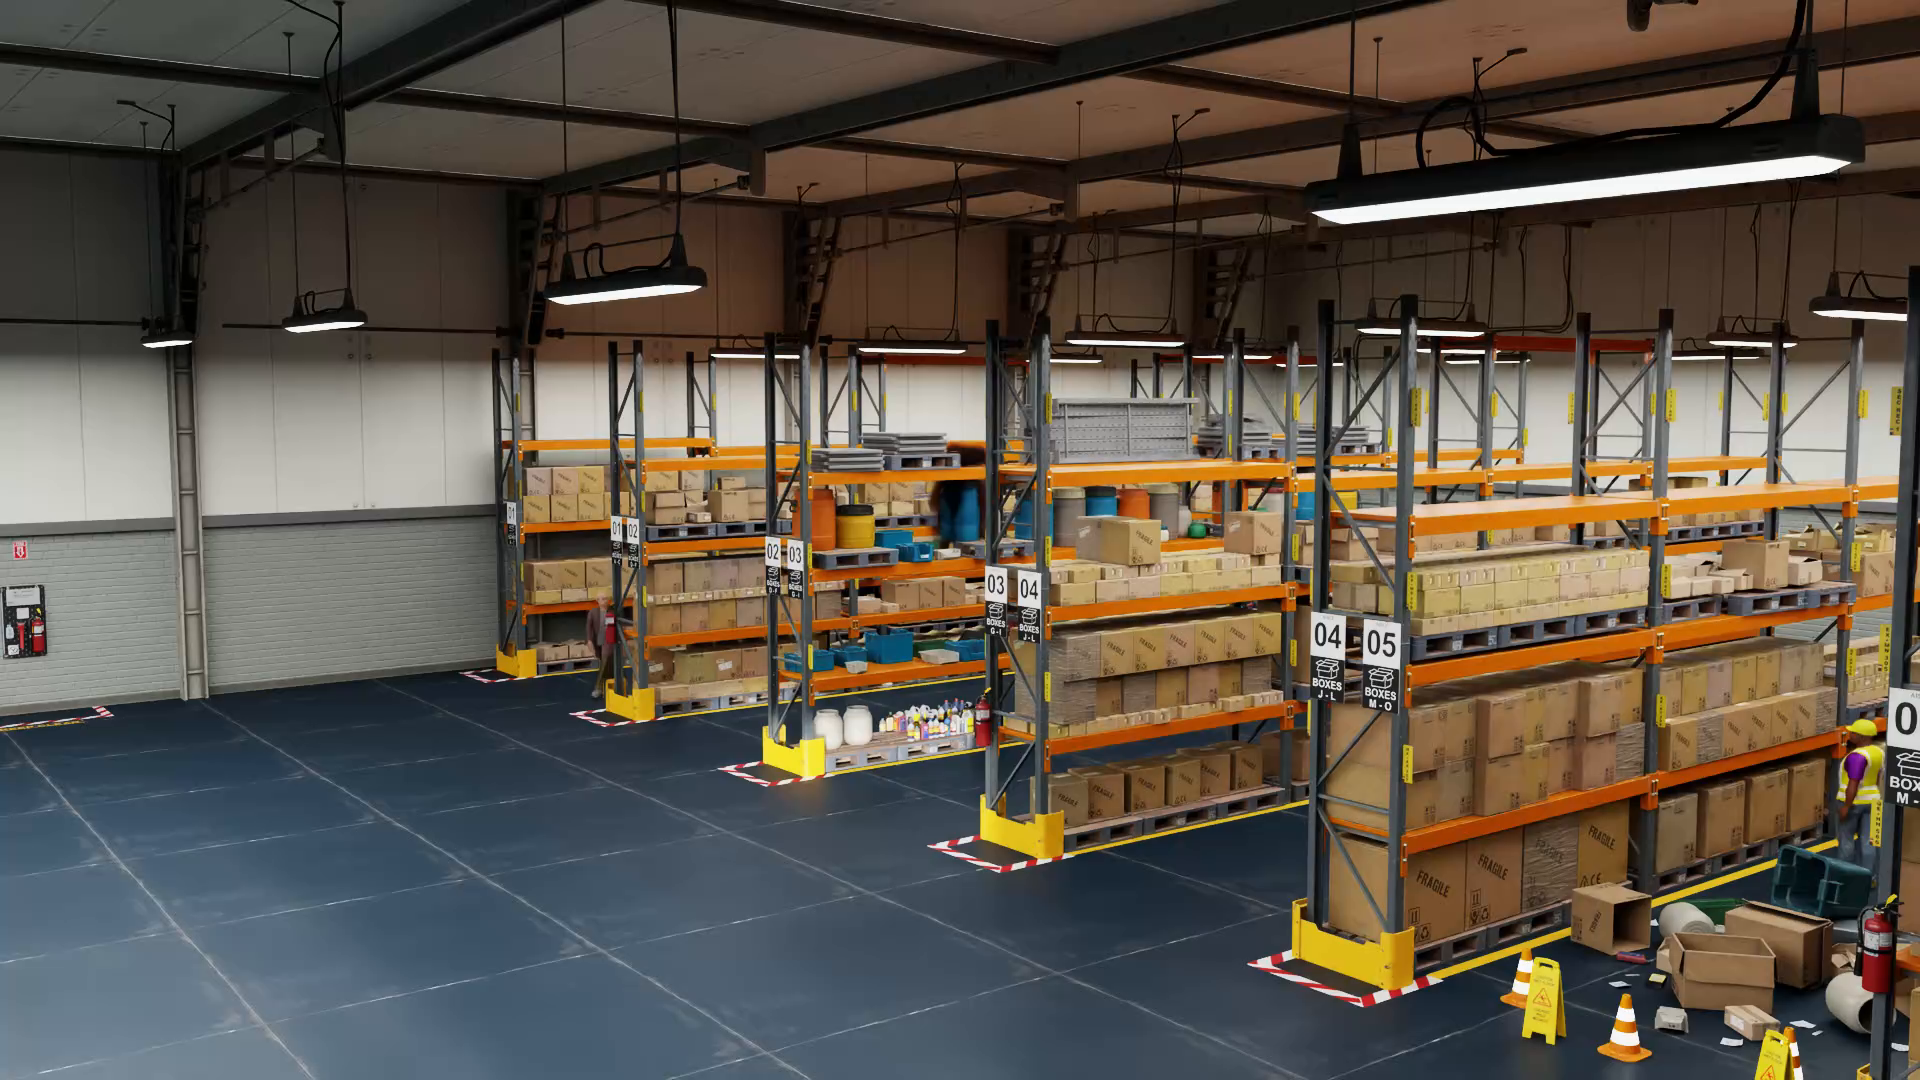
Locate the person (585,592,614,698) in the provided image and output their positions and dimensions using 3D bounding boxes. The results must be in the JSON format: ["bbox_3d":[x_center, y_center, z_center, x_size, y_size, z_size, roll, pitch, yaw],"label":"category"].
[{"bbox_3d":[-6.152,1.767,28.518,0.541,1.724,1.053,2,6,26],"label":"person"}]

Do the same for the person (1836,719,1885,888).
[{"bbox_3d":[9.437,2.756,17.484,0.604,1.770,0.463,-1,5,-15],"label":"person"}]
